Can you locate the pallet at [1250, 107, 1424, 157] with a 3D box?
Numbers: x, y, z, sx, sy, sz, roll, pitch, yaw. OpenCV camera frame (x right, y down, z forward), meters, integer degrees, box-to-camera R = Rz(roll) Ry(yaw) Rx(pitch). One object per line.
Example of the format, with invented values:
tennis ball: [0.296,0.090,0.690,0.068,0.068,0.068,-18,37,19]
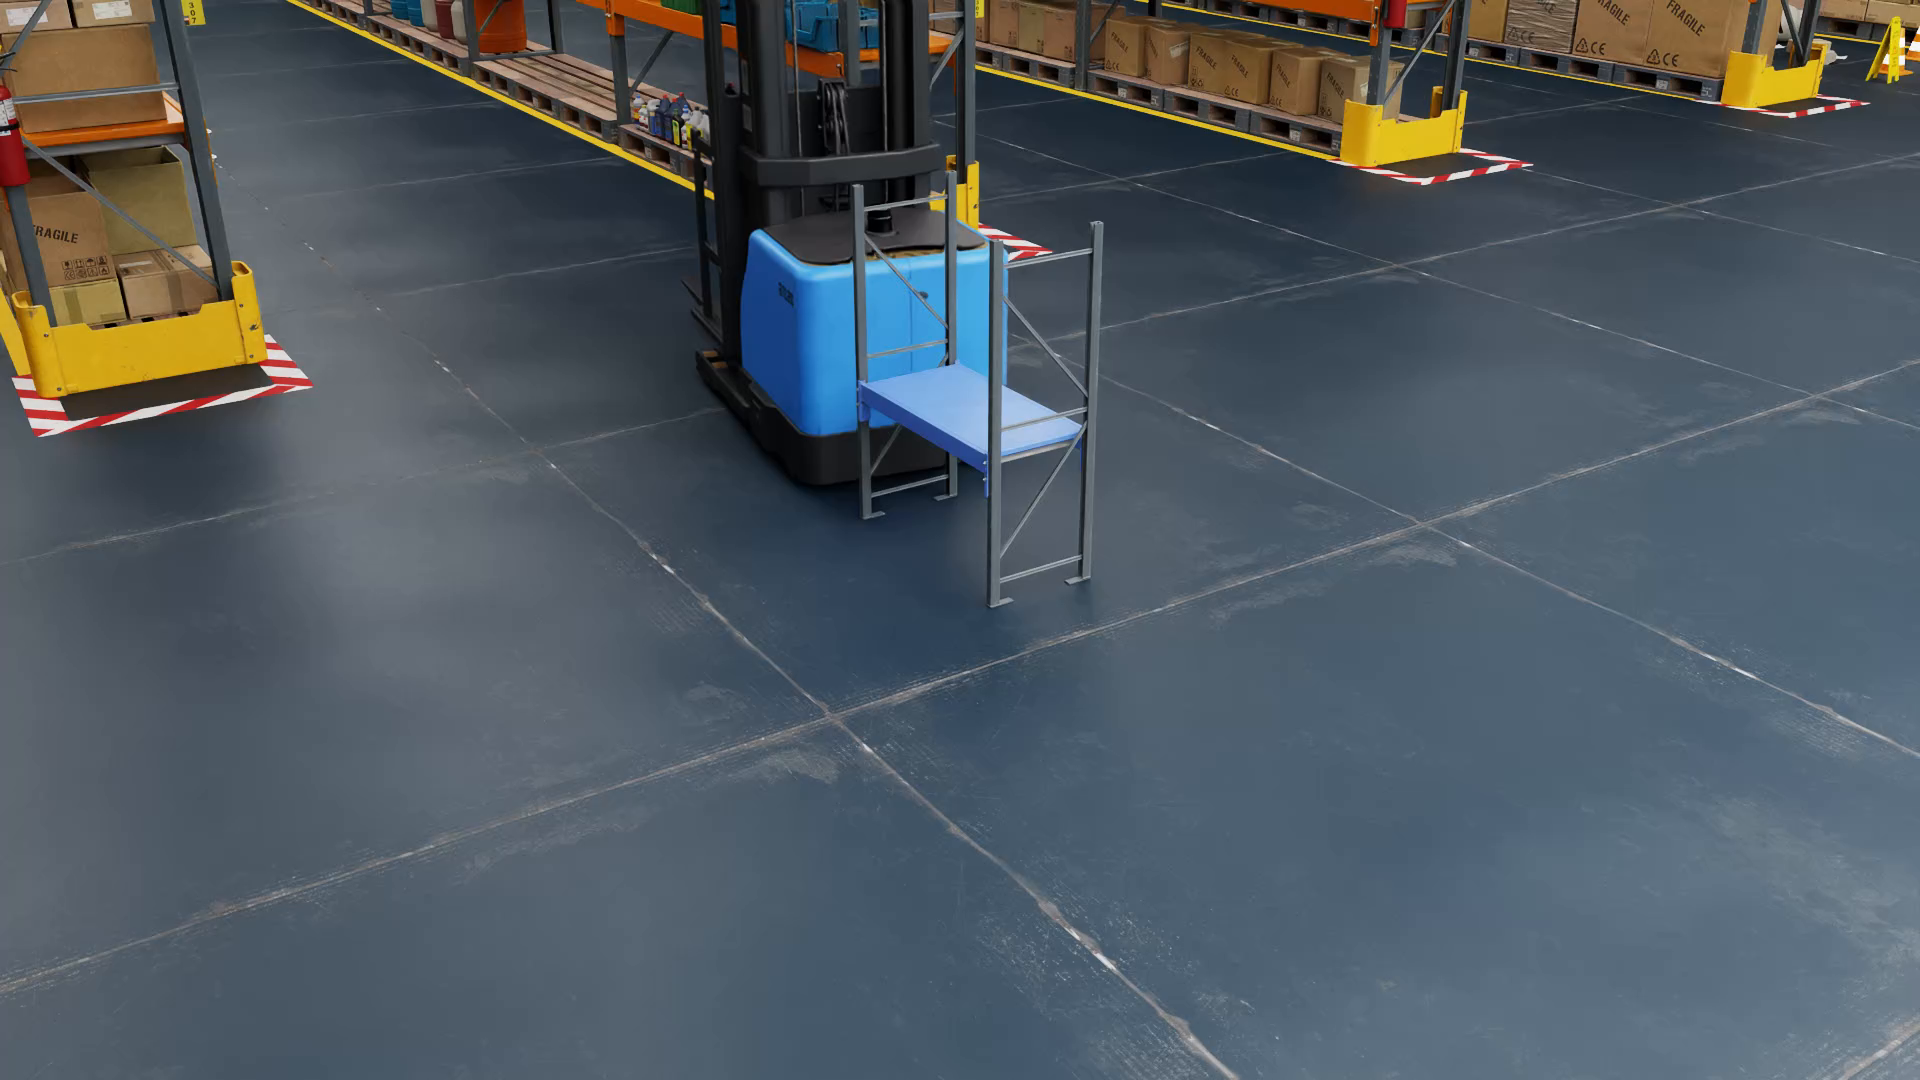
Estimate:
pallet: [3.349,-3.680,14.798,1.003,0.211,1.213,-16,29,-30]

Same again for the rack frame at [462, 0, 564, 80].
rack frame: [-4.712,-6.322,17.128,1.000,3.000,0.127,-16,29,-30]

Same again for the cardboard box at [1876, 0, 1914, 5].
cardboard box: [11.164,-6.622,19.613,0.500,0.500,0.500,-14,29,-28]

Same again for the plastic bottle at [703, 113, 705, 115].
plastic bottle: [-1.990,-3.297,13.396,0.152,0.276,0.135,-16,29,-30]

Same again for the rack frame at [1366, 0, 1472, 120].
rack frame: [3.805,-4.615,13.512,1.000,3.000,0.127,-16,29,-30]

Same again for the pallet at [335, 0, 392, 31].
pallet: [-7.330,-6.746,21.292,1.003,0.211,1.213,-16,29,-30]

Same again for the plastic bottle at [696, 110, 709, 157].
plastic bottle: [-1.999,-3.221,13.147,0.144,0.351,0.185,-14,29,-27]

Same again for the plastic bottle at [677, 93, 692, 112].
plastic bottle: [-2.315,-3.541,13.824,0.144,0.351,0.185,-16,29,-30]

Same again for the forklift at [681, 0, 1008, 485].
forklift: [-0.797,-2.180,8.435,1.130,2.935,3.031,-10,27,-20]

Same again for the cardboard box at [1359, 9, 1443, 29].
cardboard box: [5.418,-6.539,19.731,1.050,0.750,0.750,-16,29,-30]

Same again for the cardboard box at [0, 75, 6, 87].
cardboard box: [-5.032,-2.710,9.359,0.700,0.500,0.500,-15,29,-28]

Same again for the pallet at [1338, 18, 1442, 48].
pallet: [5.348,-6.163,20.057,1.003,0.211,1.213,-16,29,-30]

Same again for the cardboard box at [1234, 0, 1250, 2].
cardboard box: [3.906,-7.530,21.830,1.050,0.750,0.750,-16,30,-30]

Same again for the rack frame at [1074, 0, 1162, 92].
rack frame: [1.621,-6.046,16.543,1.000,3.000,0.127,-16,29,-30]

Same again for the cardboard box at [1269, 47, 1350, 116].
cardboard box: [3.123,-4.108,14.873,0.500,0.500,0.500,-8,26,-16]

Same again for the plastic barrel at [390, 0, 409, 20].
plastic barrel: [-6.613,-6.795,20.097,0.600,0.901,0.708,-16,29,-30]

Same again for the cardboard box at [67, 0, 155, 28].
cardboard box: [-4.531,-2.837,8.868,0.380,0.149,0.250,-16,30,-30]

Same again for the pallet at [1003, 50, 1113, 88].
pallet: [1.195,-5.063,17.727,1.003,0.211,1.213,-16,29,-30]

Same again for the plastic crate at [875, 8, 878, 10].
plastic crate: [-0.564,-3.736,11.960,0.298,0.136,0.250,-16,29,-30]

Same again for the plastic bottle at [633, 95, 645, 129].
plastic bottle: [-2.722,-3.640,14.128,0.097,0.271,0.097,0,25,0]

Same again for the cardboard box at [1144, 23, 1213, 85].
cardboard box: [2.125,-4.750,16.234,0.500,0.500,0.500,-6,26,-13]

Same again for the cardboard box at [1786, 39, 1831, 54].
cardboard box: [9.700,-5.633,19.008,0.380,0.149,0.250,-1,25,-3]

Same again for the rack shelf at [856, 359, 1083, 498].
rack shelf: [0.047,-0.485,6.942,0.538,0.185,1.000,-16,29,-30]

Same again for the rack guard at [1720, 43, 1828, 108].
rack guard: [8.029,-4.596,16.399,1.175,0.500,0.348,-16,29,-30]

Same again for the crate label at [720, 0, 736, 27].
crate label: [-1.576,-4.072,12.320,0.502,0.435,0.616,-16,29,-30]

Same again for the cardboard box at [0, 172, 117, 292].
cardboard box: [-5.039,-1.716,9.221,0.500,0.500,0.500,-16,29,-30]

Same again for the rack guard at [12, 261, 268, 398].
rack guard: [-4.484,-1.169,9.140,1.175,0.500,0.348,-16,29,-30]

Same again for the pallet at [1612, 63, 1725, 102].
pallet: [7.514,-4.741,17.047,1.003,0.211,1.213,-16,29,-30]

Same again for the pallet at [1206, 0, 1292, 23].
pallet: [4.016,-7.036,21.906,1.003,0.211,1.213,-16,29,-30]

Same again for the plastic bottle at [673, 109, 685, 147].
plastic bottle: [-2.277,-3.340,13.478,0.061,0.283,0.133,-14,29,-27]

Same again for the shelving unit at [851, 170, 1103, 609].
shelving unit: [0.047,-0.648,6.865,0.538,1.500,1.048,-16,29,-30]

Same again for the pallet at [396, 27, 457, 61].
pallet: [-5.839,-5.769,19.224,1.003,0.211,1.213,-16,29,-30]

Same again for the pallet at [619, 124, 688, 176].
pallet: [-2.197,-3.380,14.164,1.003,0.211,1.213,-16,29,-30]

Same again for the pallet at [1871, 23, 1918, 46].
pallet: [11.653,-5.989,19.690,1.003,0.211,1.213,-16,29,-30]

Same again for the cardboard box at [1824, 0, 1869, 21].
cardboard box: [10.875,-6.470,20.171,0.500,0.250,0.500,-17,30,-31]

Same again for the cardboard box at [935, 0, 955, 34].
cardboard box: [0.134,-6.114,19.101,0.700,0.500,0.500,-18,31,-34]

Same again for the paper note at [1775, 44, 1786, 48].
paper note: [9.586,-5.790,19.492,0.148,0.019,0.142,-6,26,-12]

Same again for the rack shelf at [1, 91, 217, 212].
rack shelf: [-5.589,-2.698,10.293,1.077,0.370,4.000,-16,29,-30]

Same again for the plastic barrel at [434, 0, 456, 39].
plastic barrel: [-5.610,-5.996,18.771,0.600,0.588,0.708,-16,29,-30]

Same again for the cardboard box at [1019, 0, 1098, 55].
cardboard box: [1.059,-5.514,17.829,0.700,0.500,0.500,-16,29,-30]

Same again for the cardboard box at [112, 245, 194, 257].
cardboard box: [-4.880,-1.676,10.015,0.500,0.250,0.500,-16,29,-30]

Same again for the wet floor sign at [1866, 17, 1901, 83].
wet floor sign: [9.690,-5.121,17.342,0.267,0.644,0.232,-22,33,-38]

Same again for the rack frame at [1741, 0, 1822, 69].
rack frame: [8.016,-5.735,15.884,1.000,3.000,0.127,-16,29,-30]

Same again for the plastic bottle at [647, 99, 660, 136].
plastic bottle: [-2.522,-3.533,13.896,0.152,0.276,0.135,-14,29,-28]

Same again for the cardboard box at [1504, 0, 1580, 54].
cardboard box: [6.612,-5.832,18.086,0.875,0.875,0.875,-15,29,-29]

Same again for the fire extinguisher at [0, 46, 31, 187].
fire extinguisher: [-4.822,-2.122,8.322,0.296,0.674,0.183,-16,29,-30]

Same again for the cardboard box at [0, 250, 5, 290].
cardboard box: [-5.595,-1.732,10.133,0.500,0.250,0.500,-16,29,-30]
